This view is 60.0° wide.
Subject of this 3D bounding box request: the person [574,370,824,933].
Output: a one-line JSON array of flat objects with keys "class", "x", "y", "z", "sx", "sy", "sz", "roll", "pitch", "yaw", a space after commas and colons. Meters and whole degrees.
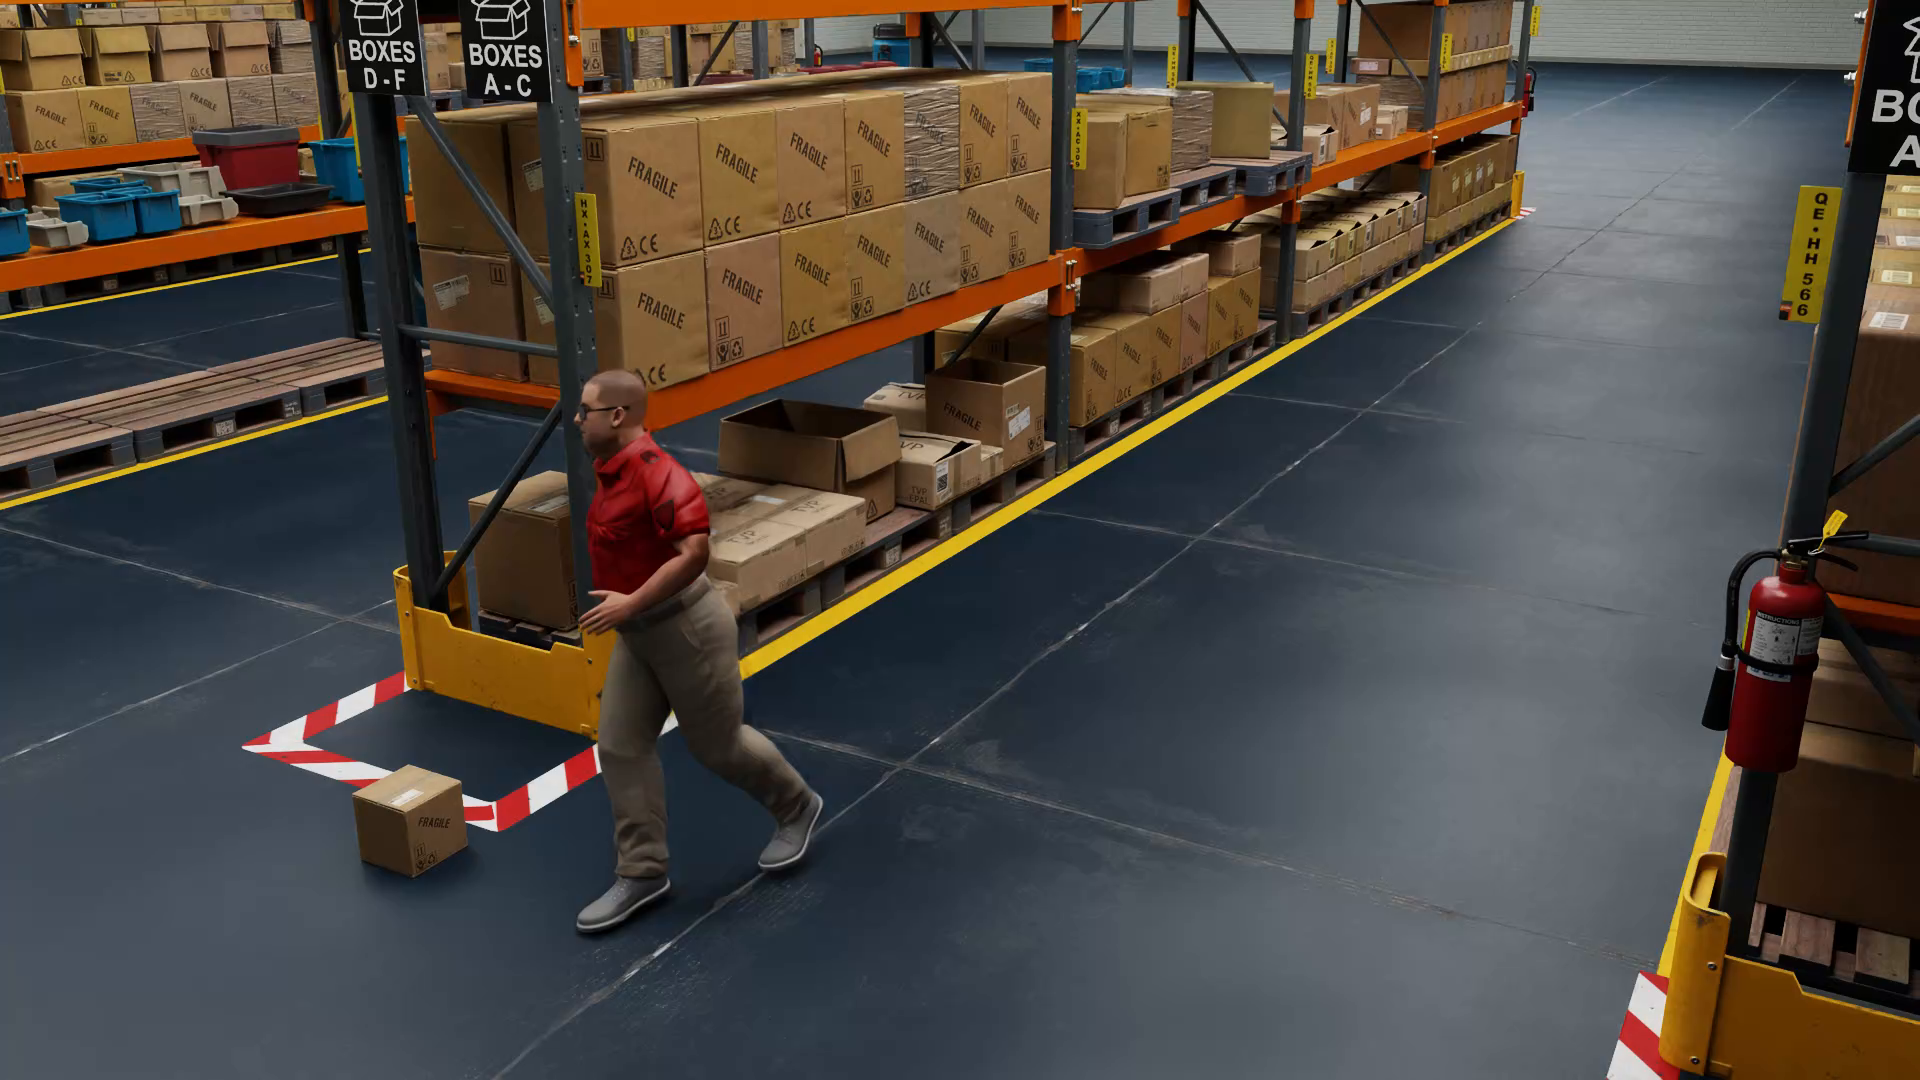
[{"class": "person", "x": -0.920, "y": 0.285, "z": 5.238, "sx": 0.860, "sy": 1.671, "sz": 0.702, "roll": -14, "pitch": 24, "yaw": -35}]
